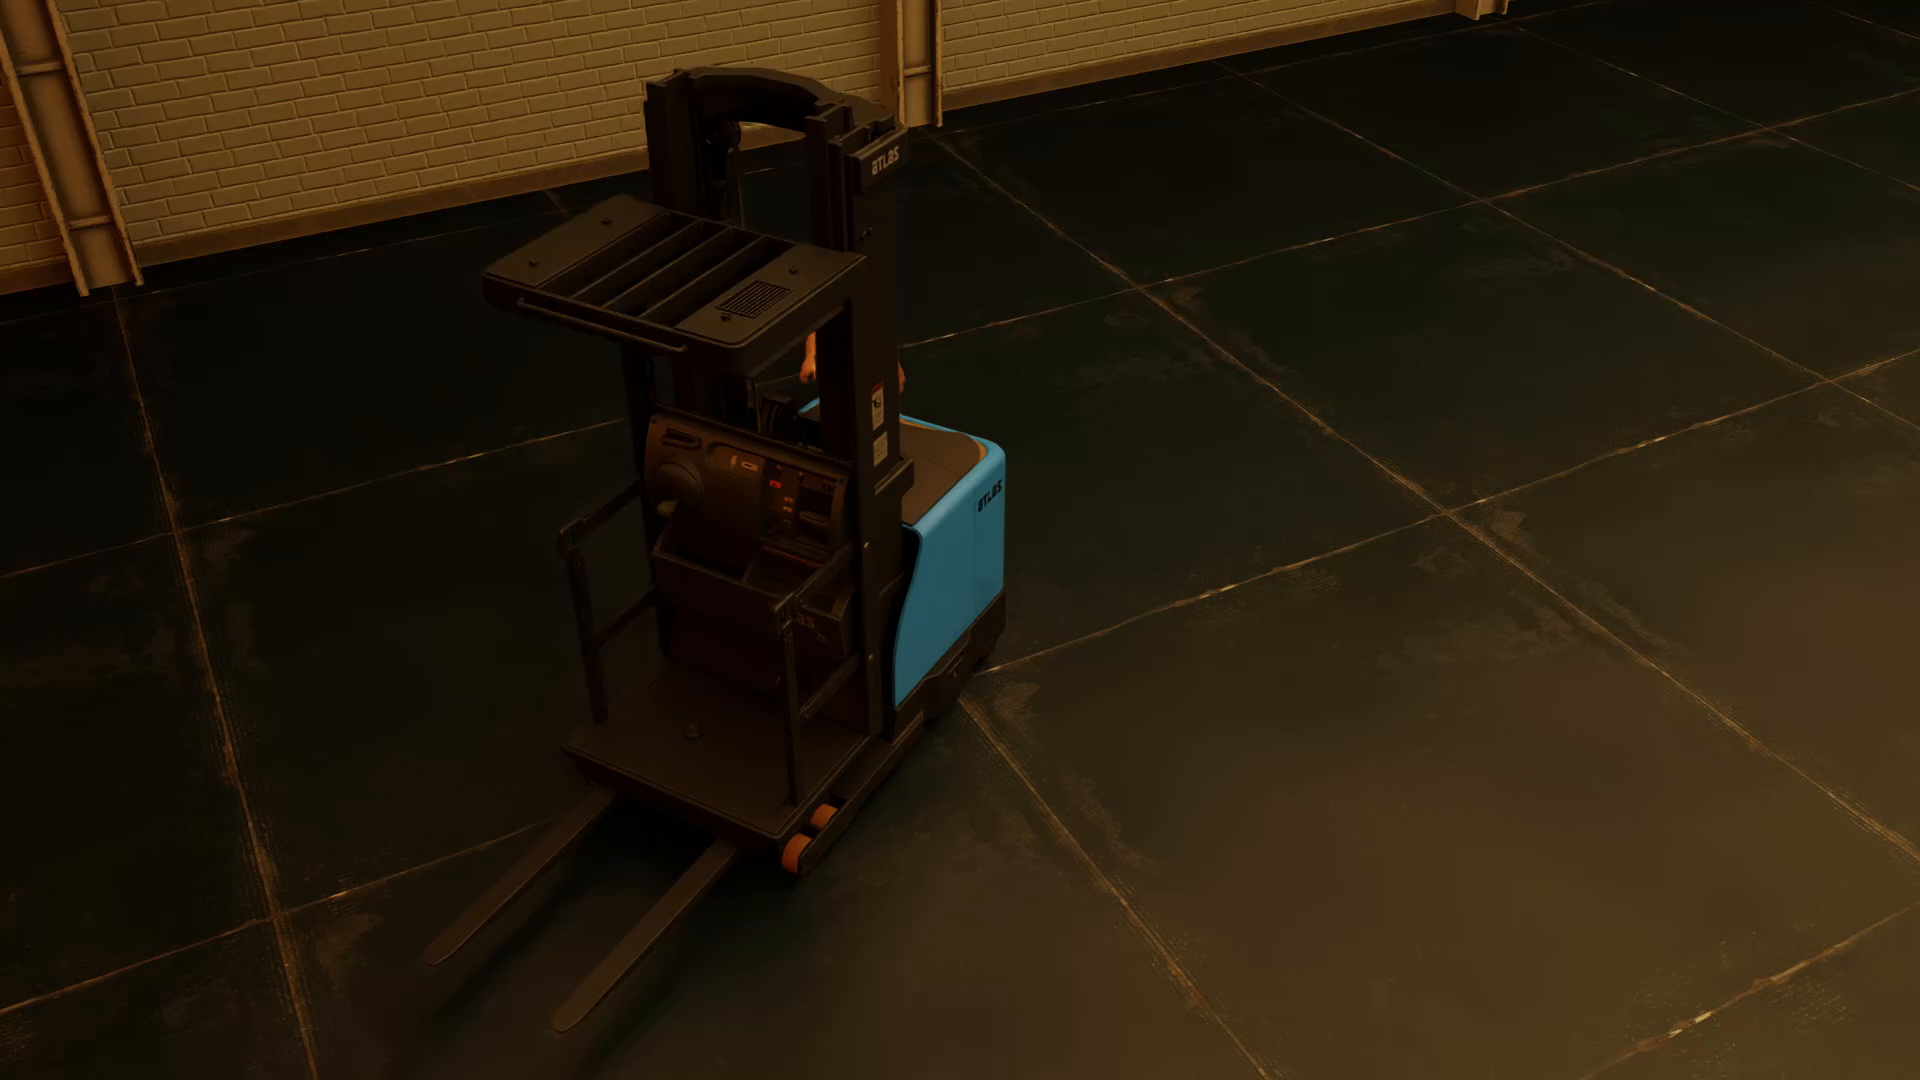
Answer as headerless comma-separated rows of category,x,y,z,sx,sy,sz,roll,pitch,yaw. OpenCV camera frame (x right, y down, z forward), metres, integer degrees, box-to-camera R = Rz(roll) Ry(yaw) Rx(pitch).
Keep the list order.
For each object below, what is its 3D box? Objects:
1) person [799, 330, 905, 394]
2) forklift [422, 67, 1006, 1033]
person,-0.609,-1.030,8.765,0.463,1.651,0.814,14,38,19
forklift,-0.943,-0.142,6.324,1.130,2.935,3.031,18,39,24
